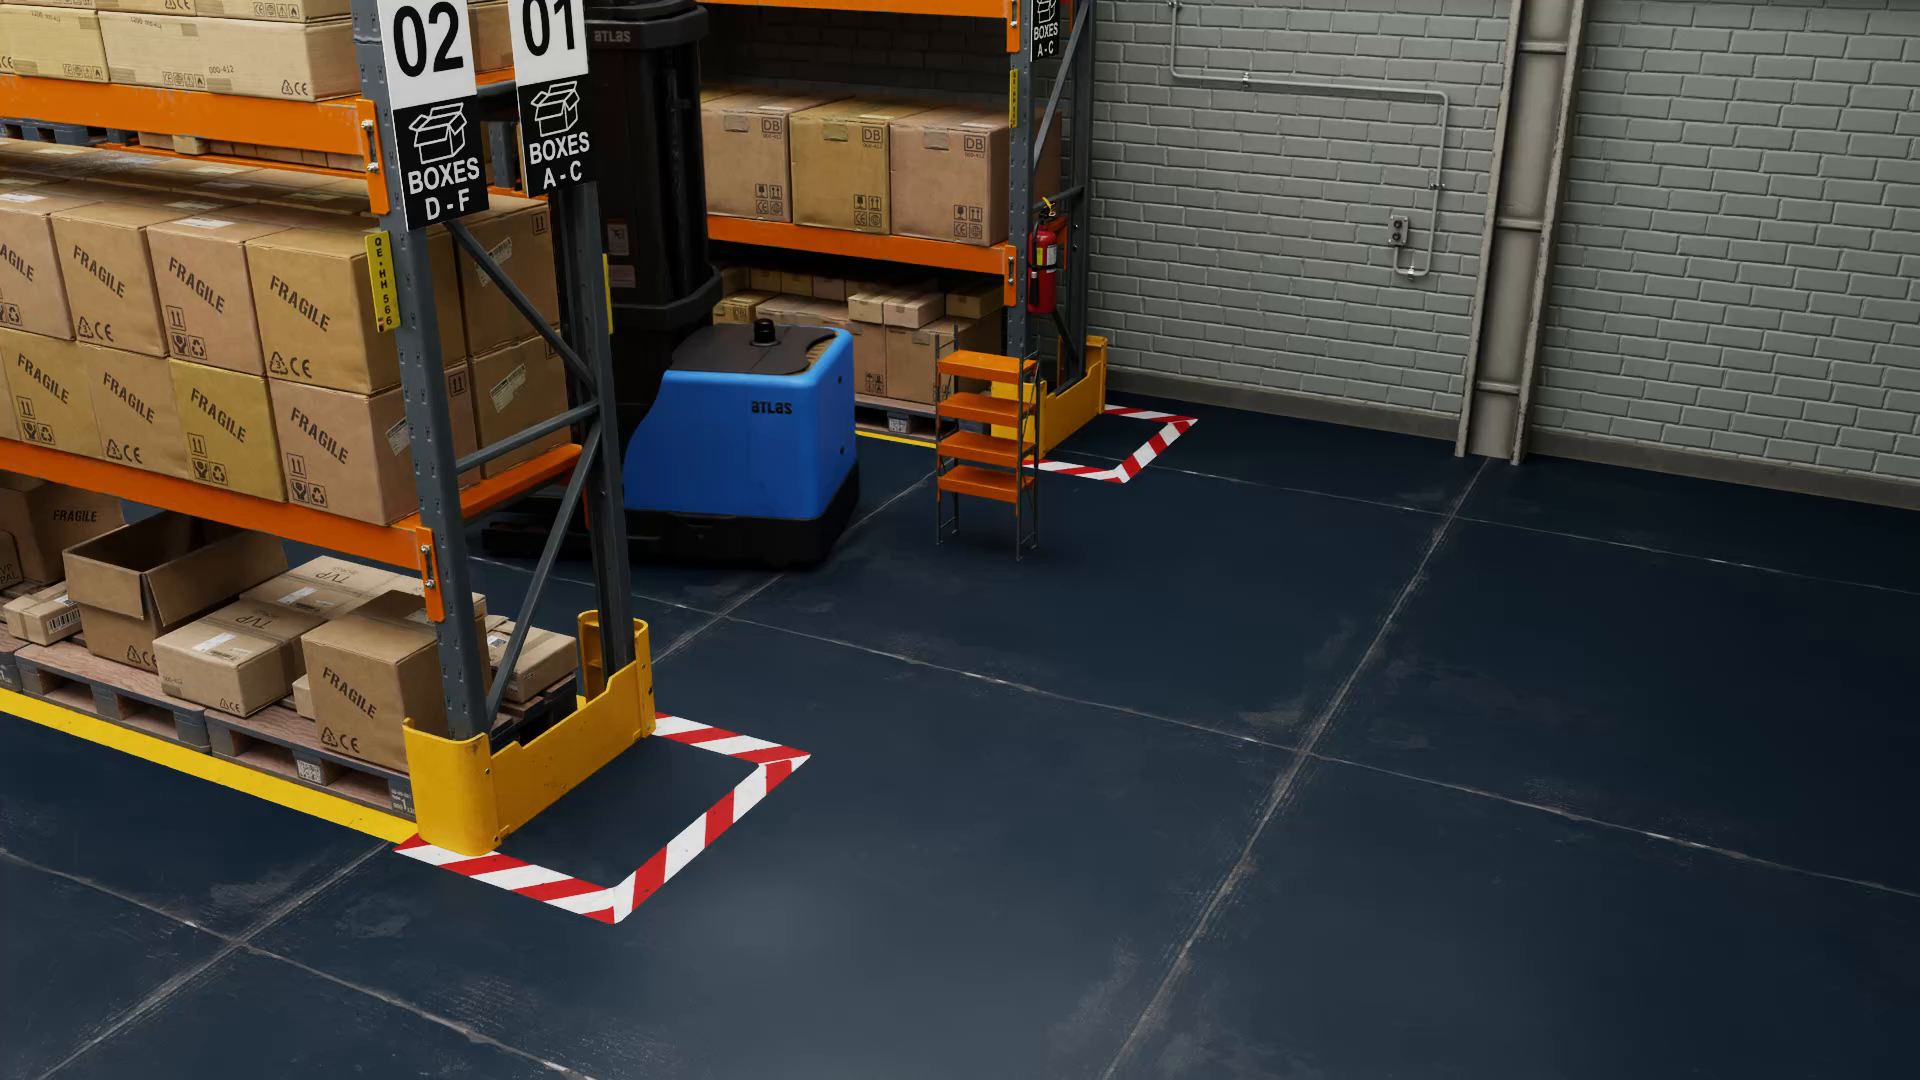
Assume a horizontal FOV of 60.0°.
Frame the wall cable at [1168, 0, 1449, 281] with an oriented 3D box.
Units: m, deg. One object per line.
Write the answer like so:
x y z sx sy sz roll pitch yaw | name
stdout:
2.140 -2.678 10.416 1.851 1.984 0.084 11 25 25 | wall cable

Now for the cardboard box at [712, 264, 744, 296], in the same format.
-1.689 -1.770 11.407 0.250 0.149 0.380 10 25 23 | cardboard box

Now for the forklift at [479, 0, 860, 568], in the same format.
-2.147 -1.456 8.929 3.031 2.935 1.130 4 23 8 | forklift

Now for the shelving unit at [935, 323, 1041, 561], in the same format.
0.148 -0.523 8.946 0.503 1.200 0.258 11 25 25 | shelving unit

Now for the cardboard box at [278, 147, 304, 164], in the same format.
-5.006 -3.006 12.782 0.250 0.149 0.380 11 26 25 | cardboard box

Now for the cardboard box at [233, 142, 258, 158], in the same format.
-5.444 -3.105 13.014 0.250 0.149 0.380 12 26 26 | cardboard box

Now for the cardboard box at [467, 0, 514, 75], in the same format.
-2.005 -1.866 6.164 0.500 0.250 0.500 11 25 25 | cardboard box

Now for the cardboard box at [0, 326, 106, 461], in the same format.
-3.541 -0.675 6.876 0.500 0.500 0.500 11 25 24 | cardboard box

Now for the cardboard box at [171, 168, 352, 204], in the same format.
-2.853 -1.232 6.908 0.500 0.500 0.500 12 26 25 | cardboard box

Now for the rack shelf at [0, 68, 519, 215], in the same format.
-3.446 -1.778 6.684 4.000 0.370 1.077 11 25 25 | rack shelf

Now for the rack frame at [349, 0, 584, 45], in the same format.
-1.662 -3.136 5.126 0.127 3.000 1.000 11 25 25 | rack frame

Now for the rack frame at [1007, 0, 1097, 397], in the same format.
0.570 -2.106 10.370 0.127 3.000 1.000 11 25 25 | rack frame

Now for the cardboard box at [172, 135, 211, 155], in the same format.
-5.960 -3.149 13.118 0.250 0.149 0.380 12 26 26 | cardboard box

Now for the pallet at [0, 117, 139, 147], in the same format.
-7.253 -3.519 13.937 1.003 0.211 1.213 11 25 25 | pallet

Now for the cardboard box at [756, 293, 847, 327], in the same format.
-0.995 -1.415 11.401 0.500 0.500 0.700 10 25 23 | cardboard box

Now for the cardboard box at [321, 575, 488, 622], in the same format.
-2.465 0.404 7.418 0.500 0.250 0.500 11 25 25 | cardboard box

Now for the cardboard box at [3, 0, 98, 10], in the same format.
-3.126 -2.096 6.066 0.500 0.250 0.500 11 25 25 | cardboard box

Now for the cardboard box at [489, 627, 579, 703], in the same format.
-1.880 0.540 7.228 0.250 0.149 0.380 11 25 25 | cardboard box

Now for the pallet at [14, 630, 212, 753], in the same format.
-3.526 0.538 7.715 1.213 0.211 1.003 11 25 25 | pallet

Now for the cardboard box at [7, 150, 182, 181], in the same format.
-3.755 -1.410 7.328 0.500 0.500 0.500 11 26 25 | cardboard box

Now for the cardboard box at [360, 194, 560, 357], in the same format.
-1.939 -1.052 6.485 0.500 0.500 0.500 12 26 26 | cardboard box

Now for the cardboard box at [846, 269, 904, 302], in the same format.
-0.573 -1.718 11.284 0.250 0.149 0.380 11 26 25 | cardboard box

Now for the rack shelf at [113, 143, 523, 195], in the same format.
-4.784 -2.835 13.002 4.000 0.370 1.077 11 25 25 | rack shelf

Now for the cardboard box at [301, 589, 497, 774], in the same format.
-2.258 0.562 6.726 0.500 0.500 0.500 11 25 25 | cardboard box

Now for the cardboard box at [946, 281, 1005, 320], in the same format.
0.102 -1.584 10.971 0.250 0.149 0.380 11 26 25 | cardboard box

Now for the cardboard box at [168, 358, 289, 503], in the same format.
-2.649 -0.496 6.455 0.500 0.500 0.500 11 26 25 | cardboard box

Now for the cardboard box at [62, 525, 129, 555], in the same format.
-4.233 0.075 8.323 0.250 0.149 0.380 11 25 25 | cardboard box

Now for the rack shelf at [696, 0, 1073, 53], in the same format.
-1.215 -3.509 10.754 4.000 0.370 1.077 11 25 25 | rack shelf

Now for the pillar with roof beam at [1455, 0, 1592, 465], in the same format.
1.428 -3.189 5.249 0.400 9.000 9.100 11 25 25 | pillar with roof beam

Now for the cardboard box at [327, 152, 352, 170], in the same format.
-4.543 -2.907 12.547 0.250 0.149 0.380 10 25 23 | cardboard box

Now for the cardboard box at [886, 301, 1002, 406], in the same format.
-0.100 -1.238 10.985 0.500 0.500 0.700 11 25 25 | cardboard box

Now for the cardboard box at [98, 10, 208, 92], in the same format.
-2.680 -1.777 5.956 0.500 0.250 0.500 11 25 25 | cardboard box

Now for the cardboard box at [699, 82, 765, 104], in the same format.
-1.874 -2.718 11.426 0.700 0.700 0.980 11 25 23 | cardboard box

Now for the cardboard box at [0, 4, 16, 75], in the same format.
-3.571 -1.955 6.373 0.500 0.250 0.500 11 25 25 | cardboard box

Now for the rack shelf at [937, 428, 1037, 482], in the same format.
0.148 -0.461 8.973 0.480 0.148 0.258 11 25 25 | rack shelf

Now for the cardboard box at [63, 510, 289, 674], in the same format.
-3.552 0.195 7.587 0.637 0.503 0.797 11 25 25 | cardboard box

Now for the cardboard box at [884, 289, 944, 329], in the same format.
-0.296 -1.495 10.762 0.250 0.149 0.380 11 25 24 | cardboard box

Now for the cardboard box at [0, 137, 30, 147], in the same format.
-4.663 -1.589 7.748 0.500 0.500 0.500 11 26 25 | cardboard box

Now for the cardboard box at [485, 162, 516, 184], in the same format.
-3.429 -2.667 11.984 0.250 0.149 0.380 11 26 25 | cardboard box

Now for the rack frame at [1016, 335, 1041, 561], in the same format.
0.365 -0.480 8.845 0.015 1.200 0.240 11 25 25 | rack frame

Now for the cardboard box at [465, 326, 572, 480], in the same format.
-1.939 -0.592 6.681 0.500 0.500 0.500 12 26 26 | cardboard box

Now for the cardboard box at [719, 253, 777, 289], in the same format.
-1.487 -1.897 11.707 0.250 0.149 0.380 11 26 25 | cardboard box

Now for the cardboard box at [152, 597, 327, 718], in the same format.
-3.092 0.499 7.194 0.500 0.250 0.500 11 25 25 | cardboard box

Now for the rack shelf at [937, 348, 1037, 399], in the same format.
0.148 -0.885 8.793 0.480 0.148 0.258 11 25 25 | rack shelf

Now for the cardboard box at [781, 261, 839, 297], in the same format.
-1.030 -1.807 11.495 0.250 0.149 0.380 11 26 25 | cardboard box

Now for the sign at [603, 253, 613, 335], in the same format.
-1.417 -0.963 6.576 0.005 0.325 0.100 11 25 25 | sign

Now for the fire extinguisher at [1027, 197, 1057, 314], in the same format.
0.497 -1.711 10.016 0.183 0.674 0.296 11 25 25 | fire extinguisher

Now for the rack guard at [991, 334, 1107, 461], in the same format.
0.592 -0.952 10.849 0.348 0.500 1.175 11 25 25 | rack guard

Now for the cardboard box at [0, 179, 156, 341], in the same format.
-3.557 -1.134 6.677 0.500 0.500 0.500 12 26 26 | cardboard box

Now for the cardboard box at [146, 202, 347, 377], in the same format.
-2.634 -0.953 6.253 0.500 0.500 0.500 12 26 26 | cardboard box

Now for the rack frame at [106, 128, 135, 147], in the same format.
-6.569 -3.519 13.691 0.127 3.000 1.000 11 25 25 | rack frame

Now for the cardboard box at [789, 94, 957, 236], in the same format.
-0.544 -2.455 10.807 0.700 0.700 0.980 11 25 24 | cardboard box

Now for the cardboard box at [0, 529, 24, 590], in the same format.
-4.954 0.103 8.049 0.500 0.311 0.500 11 25 25 | cardboard box

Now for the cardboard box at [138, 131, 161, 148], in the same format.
-6.380 -3.273 13.410 0.250 0.149 0.380 11 25 24 | cardboard box

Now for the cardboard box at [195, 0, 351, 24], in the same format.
-2.235 -1.918 5.648 0.500 0.250 0.500 11 25 25 | cardboard box

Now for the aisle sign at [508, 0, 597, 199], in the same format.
-1.468 -1.662 6.004 0.004 0.787 0.394 11 25 25 | aisle sign
